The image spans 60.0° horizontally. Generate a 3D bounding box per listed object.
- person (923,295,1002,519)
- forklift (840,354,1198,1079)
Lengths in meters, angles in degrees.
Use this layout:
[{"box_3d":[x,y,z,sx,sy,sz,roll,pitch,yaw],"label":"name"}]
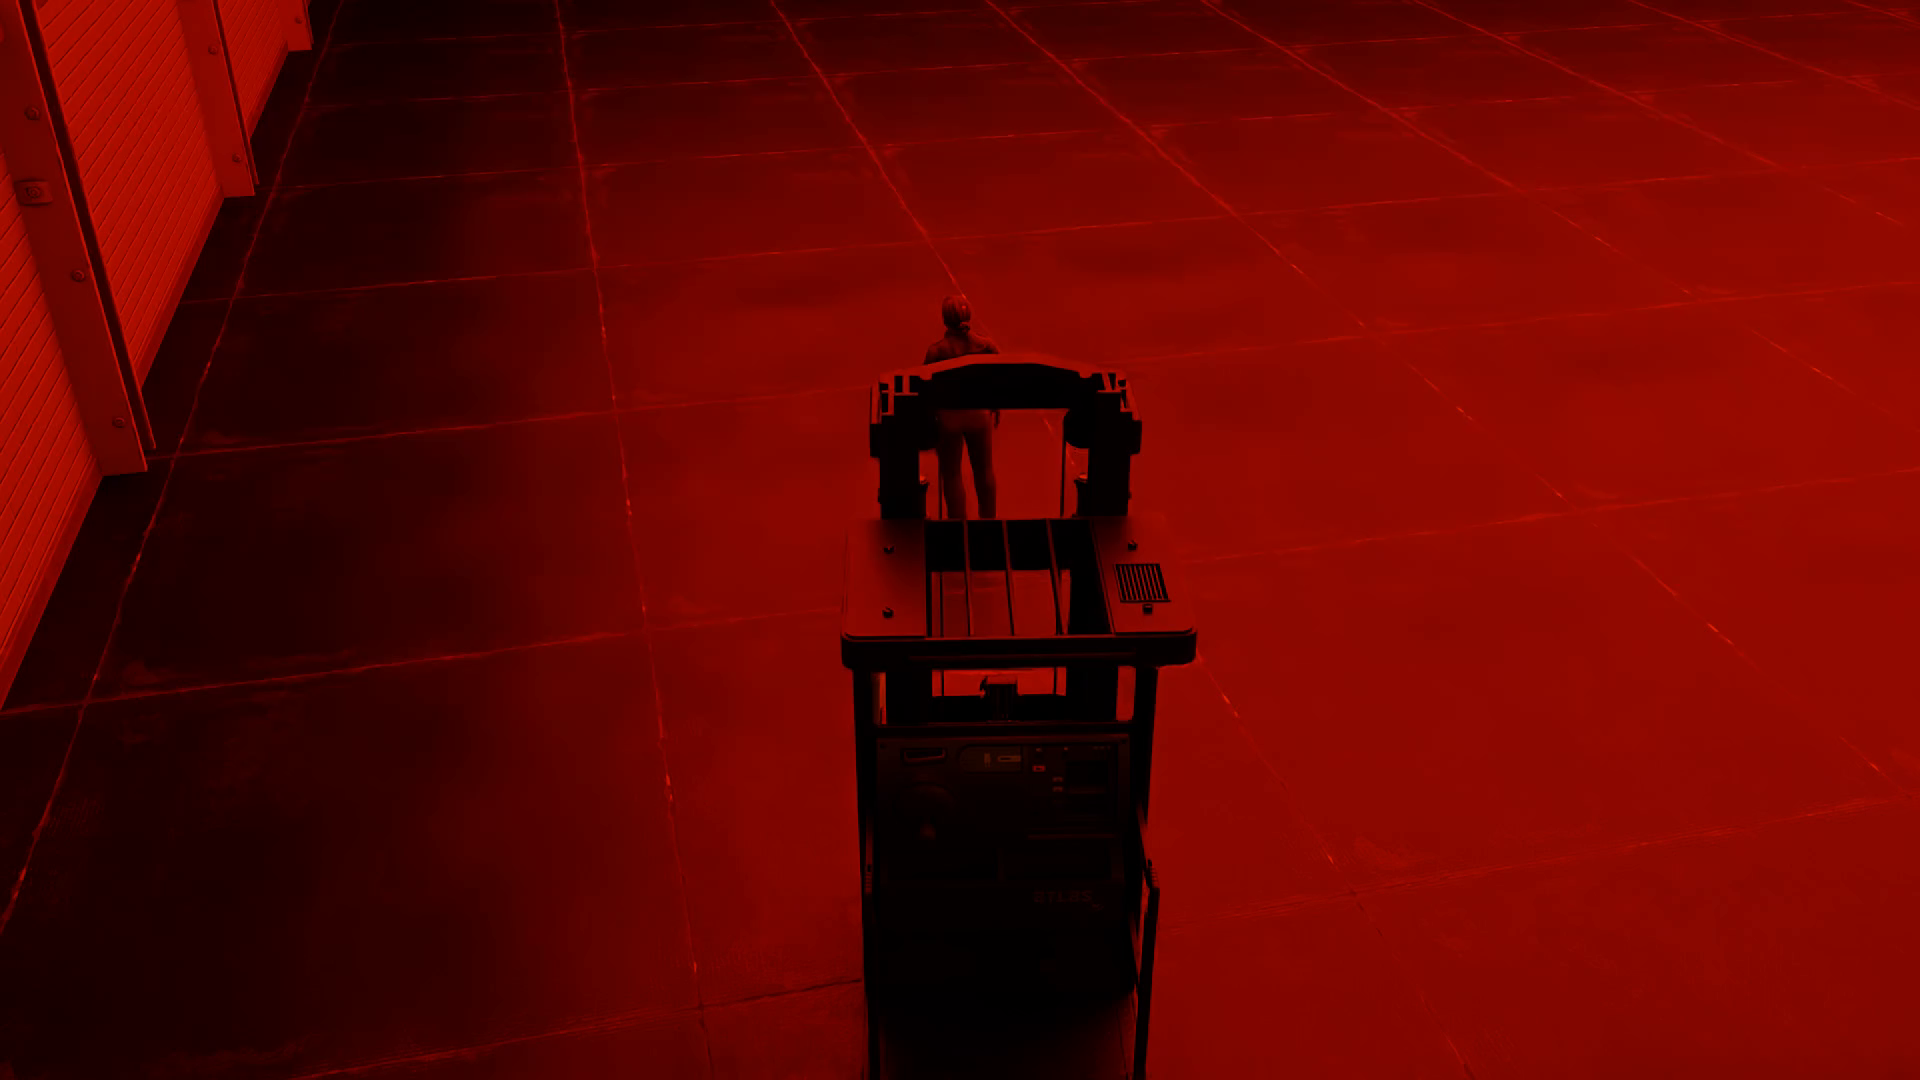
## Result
[{"box_3d":[-0.001,-0.767,10.160,0.569,1.654,0.504,-7,31,-12],"label":"person"},{"box_3d":[0.168,0.954,5.926,1.130,2.935,3.031,-1,30,-2],"label":"forklift"}]
